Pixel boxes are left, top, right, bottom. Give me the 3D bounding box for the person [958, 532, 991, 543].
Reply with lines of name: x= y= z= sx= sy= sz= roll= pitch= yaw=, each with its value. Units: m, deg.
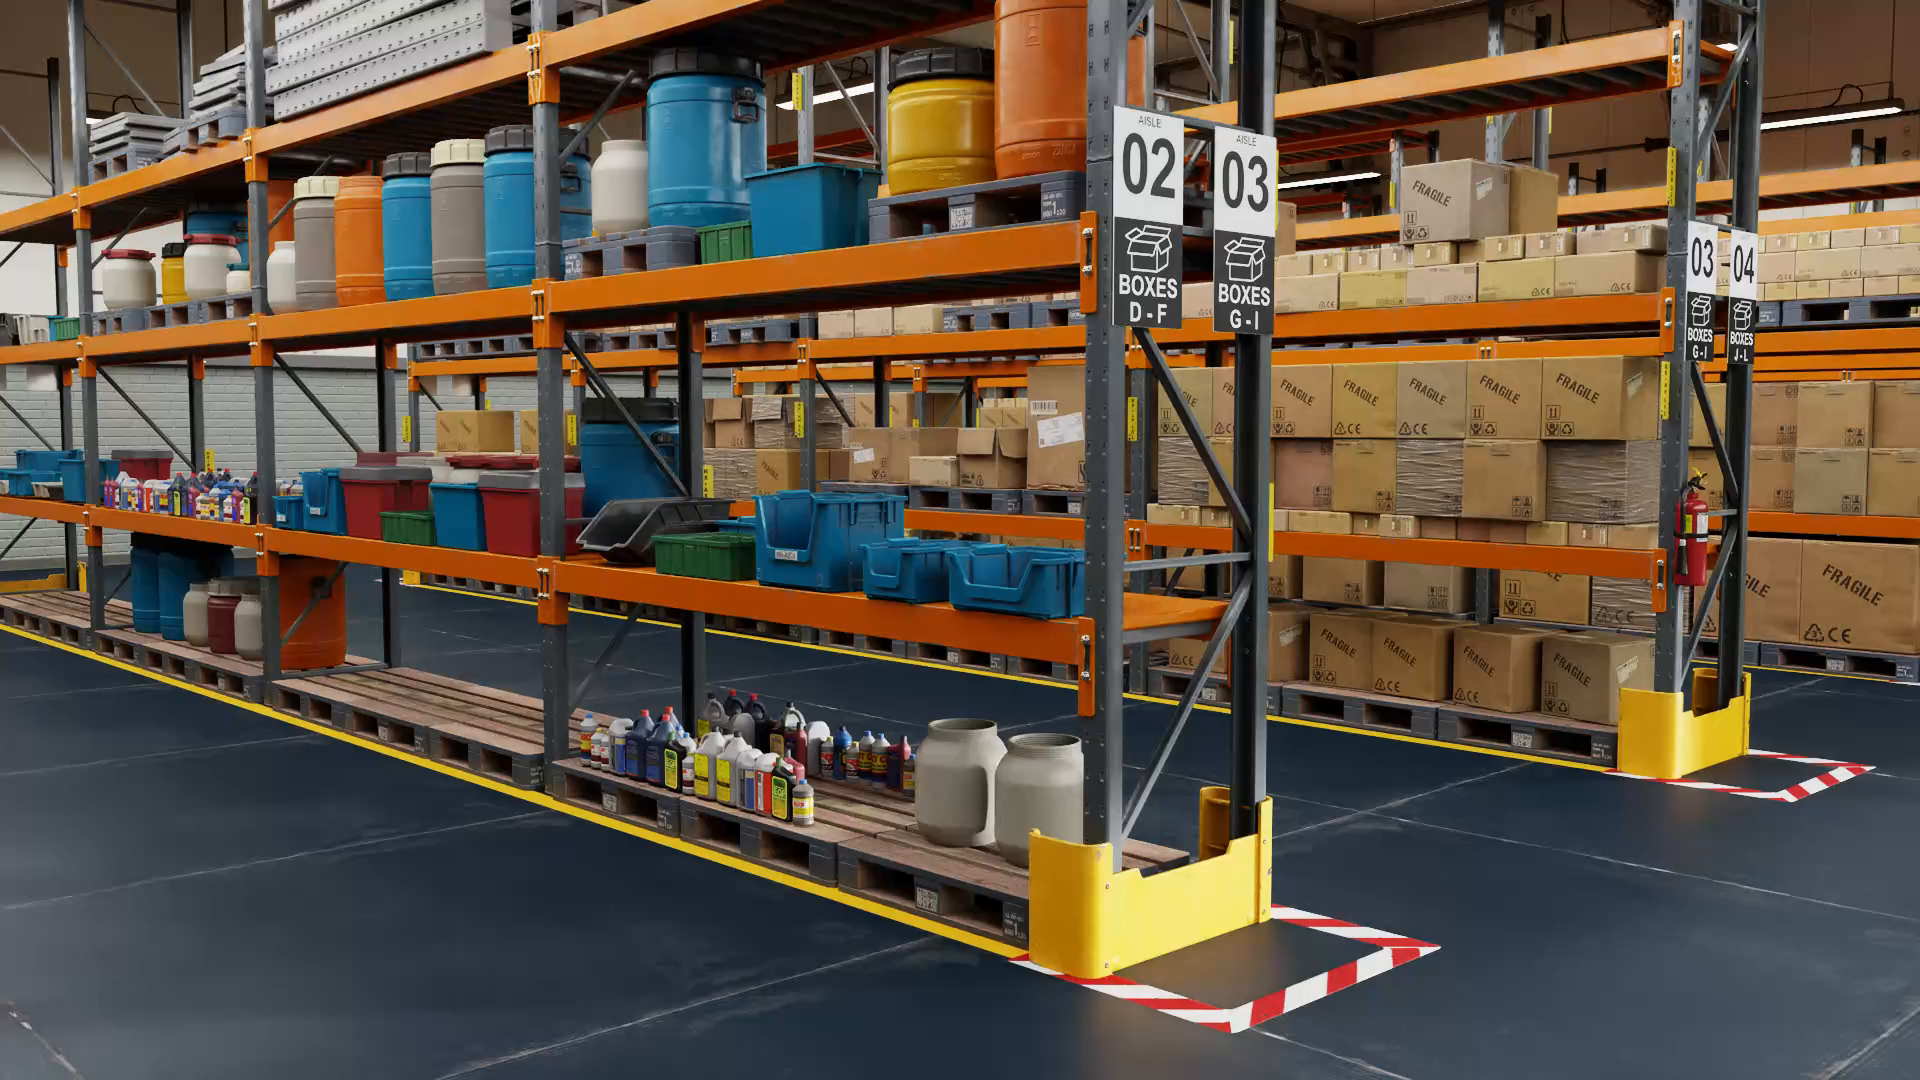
person: x=0.086 y=-0.006 z=17.541 sx=0.508 sy=1.651 sz=0.455 roll=-4 pitch=6 yaw=-44
